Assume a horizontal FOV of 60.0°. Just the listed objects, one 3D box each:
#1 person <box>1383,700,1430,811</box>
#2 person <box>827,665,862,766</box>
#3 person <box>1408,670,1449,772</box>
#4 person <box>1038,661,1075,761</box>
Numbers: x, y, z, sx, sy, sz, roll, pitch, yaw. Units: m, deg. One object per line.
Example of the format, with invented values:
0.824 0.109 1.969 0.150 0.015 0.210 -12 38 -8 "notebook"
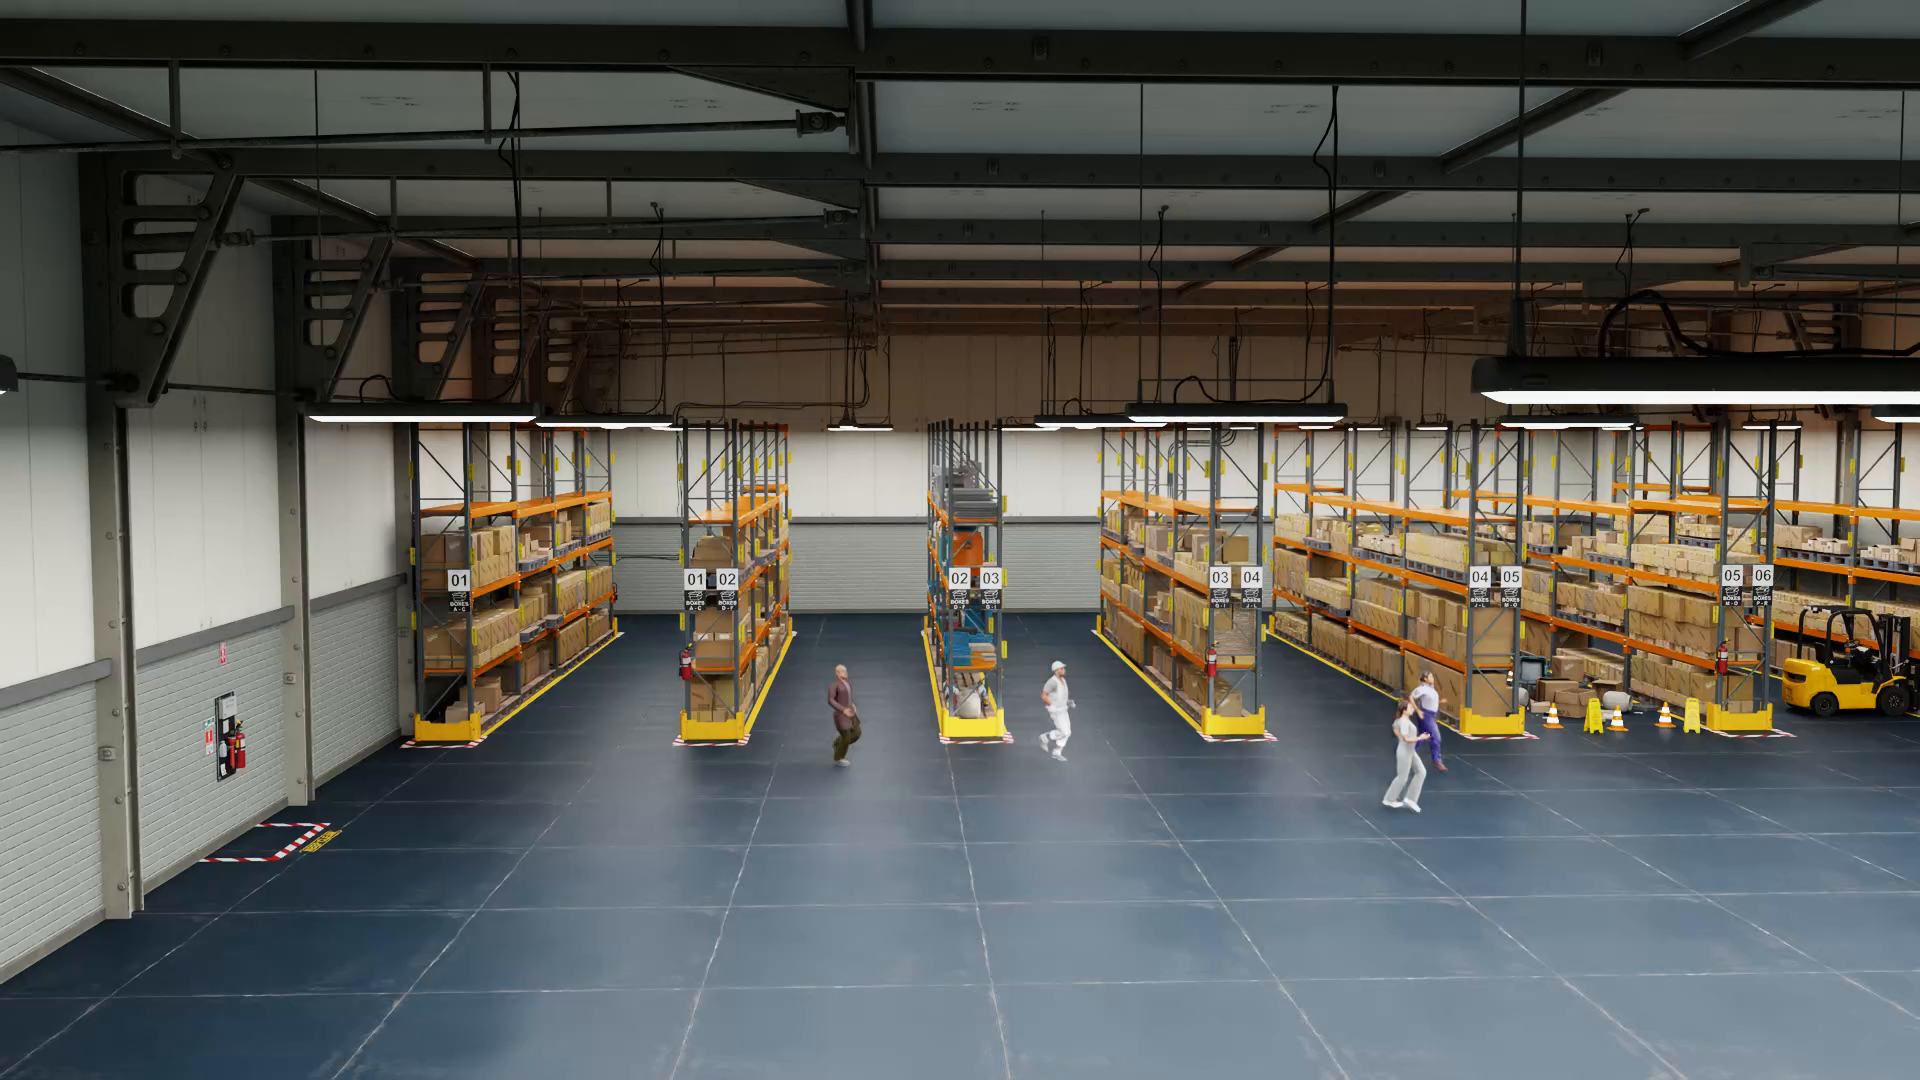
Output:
6.772 3.276 25.201 0.691 1.708 0.544 2 4 22 "person"
-2.010 3.021 28.705 0.571 1.741 0.717 2 4 28 "person"
7.963 3.079 28.426 0.836 1.680 0.587 2 4 28 "person"
1.692 2.996 29.196 0.602 1.747 0.672 2 4 29 "person"
